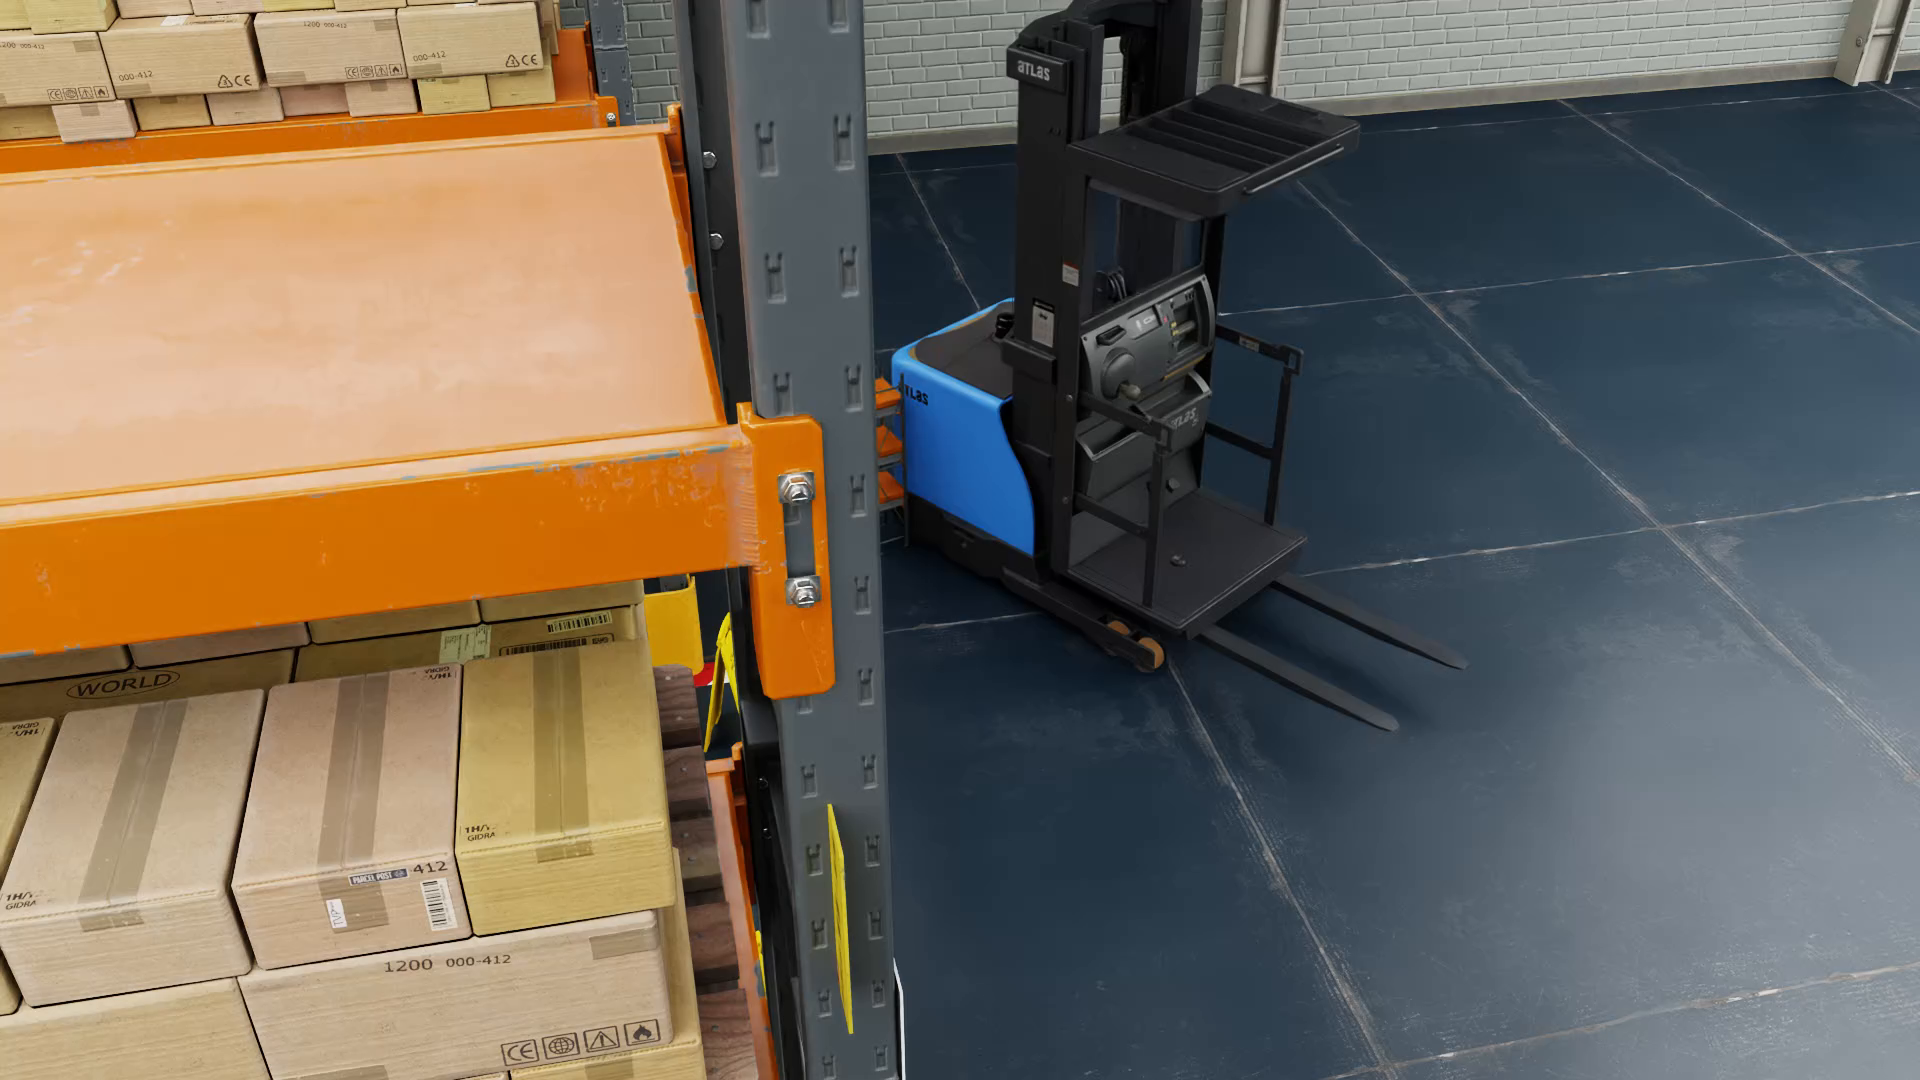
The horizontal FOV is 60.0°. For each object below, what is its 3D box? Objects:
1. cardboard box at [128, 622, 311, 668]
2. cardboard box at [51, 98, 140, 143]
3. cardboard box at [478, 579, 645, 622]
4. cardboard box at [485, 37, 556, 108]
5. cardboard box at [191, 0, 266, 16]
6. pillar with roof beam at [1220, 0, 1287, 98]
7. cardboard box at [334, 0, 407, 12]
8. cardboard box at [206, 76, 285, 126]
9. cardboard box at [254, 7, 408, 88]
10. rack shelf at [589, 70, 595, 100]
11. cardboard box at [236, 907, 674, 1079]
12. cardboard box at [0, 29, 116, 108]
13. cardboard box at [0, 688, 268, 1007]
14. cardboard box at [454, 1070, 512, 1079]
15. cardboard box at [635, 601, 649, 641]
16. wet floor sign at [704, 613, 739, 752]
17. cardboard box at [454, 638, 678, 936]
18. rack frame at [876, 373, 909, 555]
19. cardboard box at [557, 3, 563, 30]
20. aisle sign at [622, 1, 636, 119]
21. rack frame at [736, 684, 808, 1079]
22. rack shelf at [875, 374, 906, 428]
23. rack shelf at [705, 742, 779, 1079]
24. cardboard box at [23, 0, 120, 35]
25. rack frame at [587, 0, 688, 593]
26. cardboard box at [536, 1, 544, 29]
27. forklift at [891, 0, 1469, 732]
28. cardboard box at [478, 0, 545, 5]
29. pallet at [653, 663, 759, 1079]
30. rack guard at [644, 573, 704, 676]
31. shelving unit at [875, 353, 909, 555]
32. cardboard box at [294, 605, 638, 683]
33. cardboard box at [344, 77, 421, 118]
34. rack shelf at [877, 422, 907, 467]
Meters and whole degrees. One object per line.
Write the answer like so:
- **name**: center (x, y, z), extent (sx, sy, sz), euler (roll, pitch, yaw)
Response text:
- **cardboard box**: center (-1.150, 0.014, 2.611), extent (0.250, 0.149, 0.380), euler (-8, 35, -11)
- **cardboard box**: center (-3.225, -1.637, 6.255), extent (0.250, 0.149, 0.380), euler (-8, 35, -11)
- **cardboard box**: center (-0.656, -0.047, 2.703), extent (0.250, 0.149, 0.380), euler (-7, 34, -10)
- **cardboard box**: center (-1.737, -1.850, 6.572), extent (0.250, 0.149, 0.380), euler (-7, 34, -10)
- **cardboard box**: center (-2.719, -2.094, 6.219), extent (0.250, 0.149, 0.380), euler (-7, 35, -11)
- **pillar with roof beam**: center (3.375, -4.896, 8.193), extent (0.400, 9.000, 9.100), euler (-7, 35, -11)
- **cardboard box**: center (-2.220, -2.123, 6.263), extent (0.250, 0.149, 0.380), euler (-8, 35, -11)
- **cardboard box**: center (-2.733, -1.737, 6.402), extent (0.250, 0.149, 0.380), euler (-7, 35, -11)
- **cardboard box**: center (-2.384, -1.949, 6.361), extent (0.500, 0.250, 0.500), euler (-8, 35, -11)
- **rack shelf**: center (-4.500, -3.058, 11.483), extent (4.000, 0.370, 1.077), euler (-7, 35, -11)
- **cardboard box**: center (-0.676, 0.462, 2.302), extent (0.500, 0.250, 0.500), euler (-7, 34, -10)
- **cardboard box**: center (-3.378, -1.812, 6.157), extent (0.500, 0.250, 0.500), euler (-7, 34, -10)
- **cardboard box**: center (-1.008, 0.372, 2.078), extent (0.250, 0.149, 0.380), euler (-7, 34, -10)
- **cardboard box**: center (-0.756, 0.671, 2.348), extent (0.250, 0.149, 0.380), euler (-7, 34, -10)
- **cardboard box**: center (-0.665, 0.284, 2.926), extent (0.250, 0.149, 0.380), euler (-7, 34, -10)
- **wet floor sign**: center (-1.029, 0.631, 7.454), extent (0.232, 0.644, 0.267), euler (4, 34, 6)
- **cardboard box**: center (-0.514, 0.310, 2.170), extent (0.250, 0.149, 0.380), euler (-7, 34, -10)
- **rack frame**: center (-0.367, -0.375, 8.589), extent (0.200, 1.050, 0.008), euler (-18, 38, -24)
- **cardboard box**: center (-3.094, -3.734, 11.756), extent (0.500, 0.500, 0.500), euler (-6, 34, -9)
- **aisle sign**: center (-1.326, -1.835, 6.682), extent (0.004, 0.787, 0.394), euler (-7, 35, -11)
- **rack frame**: center (-0.260, 1.773, 3.639), extent (0.127, 3.000, 1.000), euler (-7, 35, -11)
- **rack shelf**: center (-0.429, -0.661, 8.524), extent (0.215, 0.259, 0.240), euler (-18, 38, -24)
- **rack shelf**: center (-2.211, 1.072, 2.638), extent (4.000, 0.370, 1.077), euler (-7, 35, -11)
- **cardboard box**: center (-3.204, -1.969, 6.033), extent (0.250, 0.149, 0.380), euler (-6, 34, -9)
- **rack frame**: center (-1.451, -0.905, 7.630), extent (0.127, 3.000, 1.000), euler (-7, 35, -11)
- **cardboard box**: center (-2.000, -2.295, 6.877), extent (0.500, 0.250, 0.500), euler (-8, 35, -11)
- **forklift**: center (1.043, -0.907, 7.695), extent (3.031, 2.935, 1.130), euler (28, 43, 35)
- **cardboard box**: center (-1.715, -2.175, 6.341), extent (0.250, 0.149, 0.380), euler (-7, 34, -10)
- **pallet**: center (-0.981, 0.661, 2.684), extent (1.213, 0.211, 1.003), euler (-7, 35, -11)
- **rack guard**: center (-1.525, 0.142, 8.313), extent (0.348, 0.500, 1.175), euler (-7, 35, -11)
- **shelving unit**: center (-0.427, -0.435, 8.677), extent (0.215, 1.050, 0.252), euler (-18, 38, -24)
- **cardboard box**: center (-0.787, 0.170, 2.737), extent (0.500, 0.250, 0.500), euler (-7, 35, -11)
- **cardboard box**: center (-2.239, -1.788, 6.479), extent (0.250, 0.149, 0.380), euler (-6, 34, -9)
- **rack shelf**: center (-0.427, -0.426, 8.683), extent (0.215, 0.259, 0.240), euler (-18, 38, -24)
